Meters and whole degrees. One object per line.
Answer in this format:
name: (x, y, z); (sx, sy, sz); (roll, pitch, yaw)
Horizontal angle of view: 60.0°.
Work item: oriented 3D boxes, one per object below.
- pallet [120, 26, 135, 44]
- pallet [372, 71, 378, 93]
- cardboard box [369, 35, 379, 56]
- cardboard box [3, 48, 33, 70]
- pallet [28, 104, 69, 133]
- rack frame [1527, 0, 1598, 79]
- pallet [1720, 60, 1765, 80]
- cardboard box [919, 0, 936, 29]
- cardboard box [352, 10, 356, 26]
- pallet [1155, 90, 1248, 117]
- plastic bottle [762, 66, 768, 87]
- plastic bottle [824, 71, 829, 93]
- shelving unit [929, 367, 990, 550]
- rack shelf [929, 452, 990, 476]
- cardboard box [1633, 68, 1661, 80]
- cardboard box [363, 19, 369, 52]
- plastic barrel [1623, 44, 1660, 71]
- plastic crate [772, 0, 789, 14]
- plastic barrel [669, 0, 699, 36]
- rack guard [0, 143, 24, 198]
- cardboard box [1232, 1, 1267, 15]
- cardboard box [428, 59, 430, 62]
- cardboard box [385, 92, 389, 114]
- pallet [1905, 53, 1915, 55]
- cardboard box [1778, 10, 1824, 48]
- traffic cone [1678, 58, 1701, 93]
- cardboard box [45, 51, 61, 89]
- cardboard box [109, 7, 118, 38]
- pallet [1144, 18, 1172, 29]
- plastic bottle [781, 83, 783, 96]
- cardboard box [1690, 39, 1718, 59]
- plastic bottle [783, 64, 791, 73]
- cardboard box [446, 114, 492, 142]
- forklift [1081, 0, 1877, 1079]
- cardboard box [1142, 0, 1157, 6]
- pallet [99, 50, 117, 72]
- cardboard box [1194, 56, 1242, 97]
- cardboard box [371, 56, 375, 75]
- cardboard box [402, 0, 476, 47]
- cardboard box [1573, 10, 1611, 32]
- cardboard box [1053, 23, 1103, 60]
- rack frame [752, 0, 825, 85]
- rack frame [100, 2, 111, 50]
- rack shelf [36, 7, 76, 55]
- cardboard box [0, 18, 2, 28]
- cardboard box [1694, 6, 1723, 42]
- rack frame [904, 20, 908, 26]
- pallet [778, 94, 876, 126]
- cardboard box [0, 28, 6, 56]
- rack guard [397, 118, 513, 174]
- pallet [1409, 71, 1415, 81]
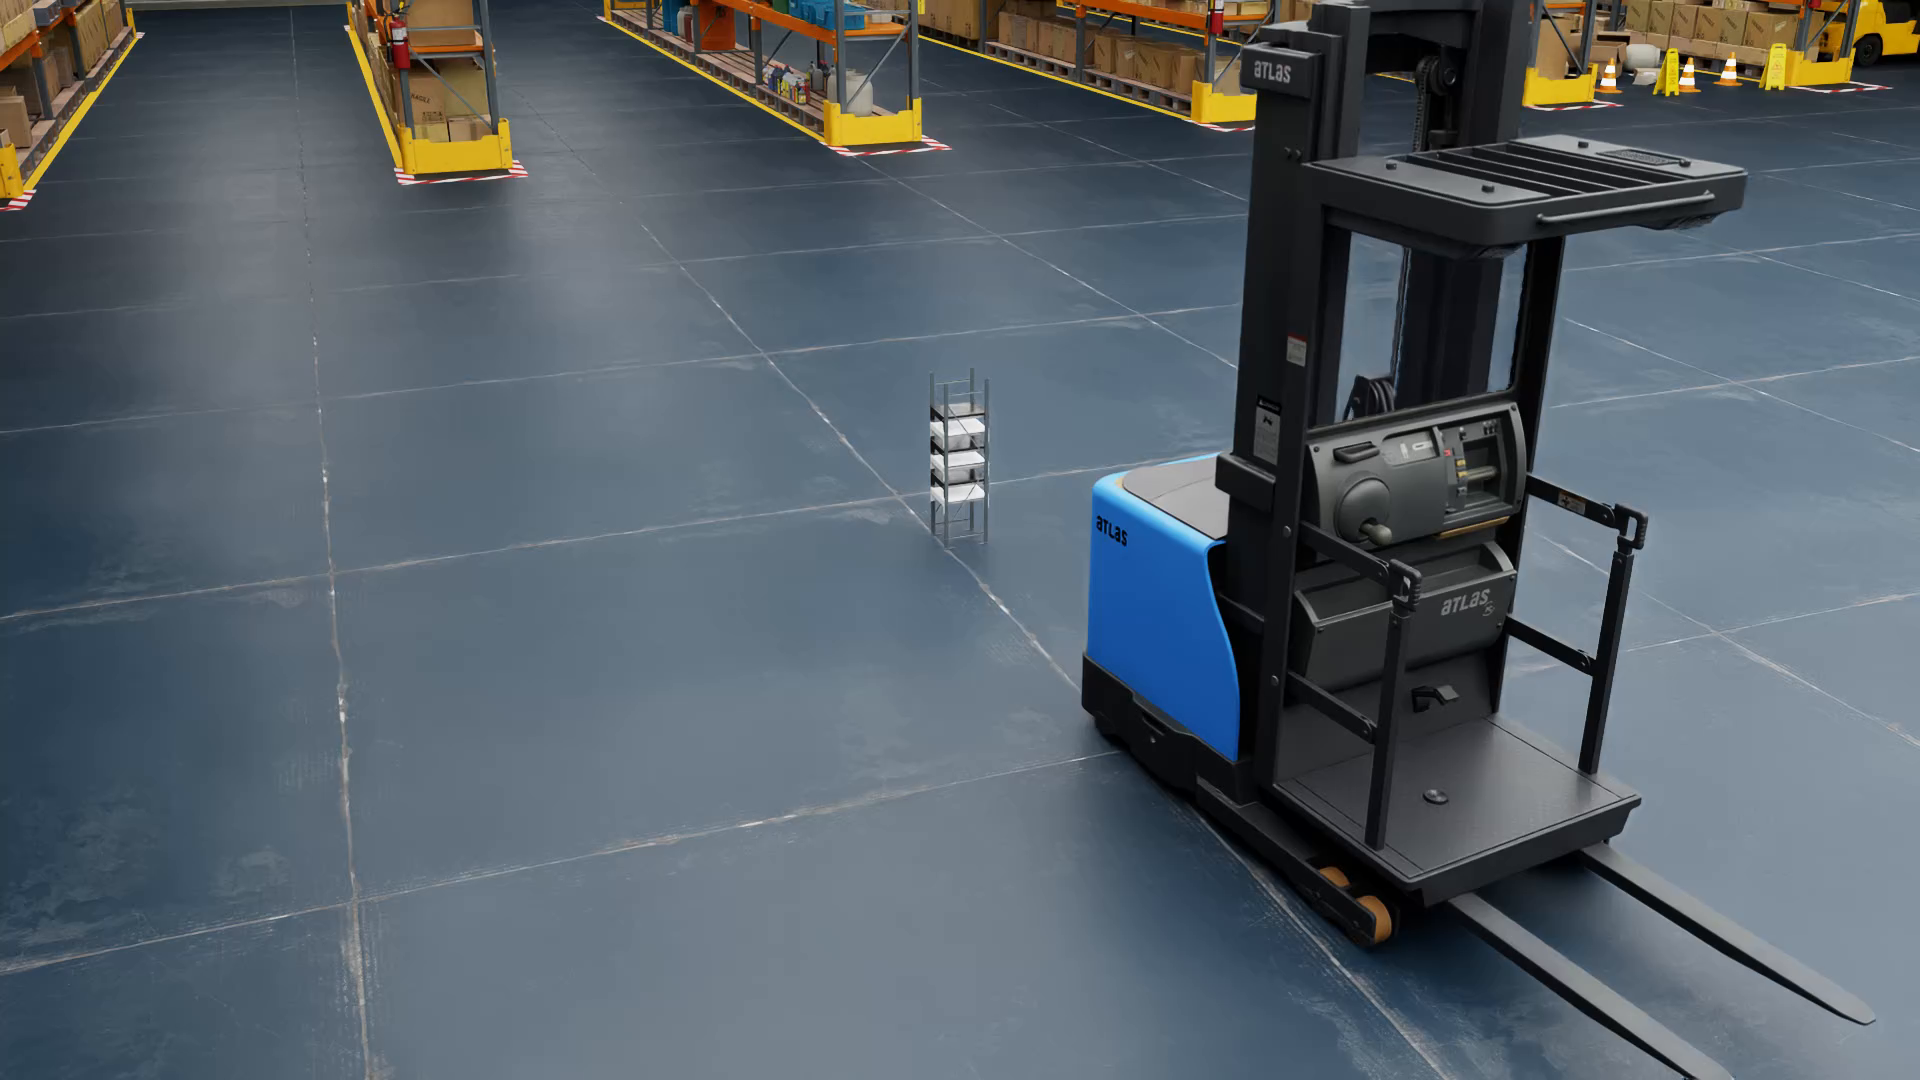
pallet: (-15.553, -9.116, 30.106); (1.003, 0.211, 1.213); (-8, 24, -19)
pallet: (-8.195, -6.865, 24.767); (1.003, 0.211, 1.213); (-8, 24, -19)
cardboard box: (-8.345, -7.219, 24.294); (0.500, 0.311, 0.500); (-9, 24, -20)
cardboard box: (-12.103, -6.141, 21.145); (0.500, 0.250, 0.500); (-9, 24, -20)
pallet: (-11.945, -5.318, 21.096); (1.003, 0.211, 1.213); (-8, 24, -19)
rack frame: (8.322, -7.550, 22.800); (1.000, 3.000, 0.127); (-8, 24, -19)
pallet: (12.636, -7.308, 25.817); (1.003, 0.211, 1.213); (-8, 24, -19)
cardboard box: (-0.032, -9.926, 30.633); (1.225, 0.875, 0.875); (-9, 25, -21)
cardboard box: (-10.995, -9.697, 30.870); (0.500, 0.250, 0.500); (-8, 24, -19)
pallet: (3.365, -5.948, 22.591); (1.003, 0.211, 1.213); (-8, 24, -19)
plastic bottle: (-2.698, -6.449, 23.135); (0.097, 0.271, 0.097); (0, 23, 0)
plastic bottle: (-1.809, -6.226, 22.590); (0.061, 0.283, 0.133); (-8, 24, -19)
shelving unit: (-0.003, -0.418, 8.582); (0.258, 0.900, 0.210); (-8, 24, -19)
rack shelf: (-0.003, -0.387, 8.595); (0.258, 0.077, 0.200); (-8, 24, -19)
cardboard box: (10.564, -7.151, 25.524); (0.380, 0.149, 0.250); (4, 23, 9)
cardboard box: (-9.373, -8.191, 26.974); (0.500, 0.500, 0.500); (-9, 25, -21)
plastic barrel: (10.771, -7.621, 26.287); (0.512, 0.421, 0.421); (8, 24, 18)
plastic crate: (-2.185, -7.050, 21.887); (0.450, 0.188, 0.662); (-8, 24, -19)
plastic barrel: (-4.800, -9.356, 29.246); (0.600, 0.901, 0.708); (-8, 24, -19)
rack guard: (-10.283, -3.743, 16.986); (1.175, 0.500, 0.348); (-8, 24, -19)
cardboard box: (3.768, -6.926, 21.645); (0.380, 0.149, 0.250); (-8, 24, -19)
cardboard box: (-6.322, -5.770, 20.613); (0.500, 0.500, 0.500); (-8, 24, -19)
cardboard box: (-6.984, -5.535, 21.020); (0.500, 0.250, 0.500); (-8, 24, -19)
pallet: (16.823, -8.378, 28.355); (1.003, 0.211, 1.213); (-8, 24, -19)
cardboard box: (12.882, -7.877, 25.611); (0.500, 0.500, 0.500); (-9, 25, -21)
traffic cone: (10.640, -6.800, 24.287); (0.336, 0.463, 0.334); (-8, 24, -19)
cardboard box: (-12.706, -6.367, 22.646); (0.700, 0.500, 0.500); (-8, 24, -19)
cardboard box: (-15.017, -8.924, 28.739); (0.700, 0.500, 0.500); (-8, 24, -18)
pallet: (4.359, -10.342, 33.016); (1.003, 0.211, 1.213); (-8, 24, -19)
plastic bottle: (-2.359, -6.068, 22.321); (0.097, 0.201, 0.097); (0, 23, 0)
cardboard box: (12.014, -7.827, 26.459); (0.500, 0.250, 0.500); (-9, 25, -21)
plastic bottle: (-2.369, -6.331, 22.753); (0.144, 0.351, 0.185); (-8, 24, -19)
cardboard box: (-5.604, -4.700, 19.038); (0.500, 0.250, 0.500); (-8, 24, -19)
forklift: (1.659, -0.199, 5.449); (1.130, 2.935, 3.031); (-12, 26, -26)
cardboard box: (2.724, -7.396, 22.759); (0.380, 0.149, 0.250); (-8, 24, -19)
pallet: (-14.152, -7.672, 26.681); (1.003, 0.211, 1.213); (-8, 24, -19)
cardboard box: (3.441, -6.177, 22.220); (0.500, 0.500, 0.500); (-4, 23, -9)
cardboard box: (-8.360, -6.968, 24.420); (0.500, 0.250, 0.500); (-9, 24, -20)
cardboard box: (-5.776, -5.765, 18.438); (0.700, 0.500, 0.500); (-8, 24, -19)
cardboard box: (11.059, -9.152, 29.446); (0.950, 0.372, 0.625); (-7, 24, -16)
cardboard box: (1.885, -7.812, 26.074); (0.700, 0.500, 0.500); (-8, 24, -19)
rack frame: (-2.401, -7.680, 23.108); (1.000, 3.000, 0.127); (-8, 24, -19)
rack frame: (-14.495, -9.227, 26.780); (1.000, 3.000, 0.127); (-8, 24, -19)
rack shelf: (-12.376, -6.715, 21.747); (1.077, 0.370, 4.000); (-8, 24, -19)
cardboard box: (-10.309, -5.548, 17.253); (0.500, 0.500, 0.500); (-8, 24, -19)
cardboard box: (12.031, -8.166, 26.297); (0.500, 0.500, 0.500); (-9, 24, -20)
rack frame: (-0.593, -11.266, 31.617); (1.000, 3.000, 0.127); (-8, 24, -19)
pallet: (-1.768, -5.701, 22.004); (1.003, 0.211, 1.213); (-8, 24, -19)
cardboard box: (-10.328, -5.215, 17.427); (0.500, 0.250, 0.500); (-9, 25, -21)
rack guard: (-5.614, -4.387, 18.516); (1.175, 0.500, 0.348); (-8, 24, -19)
pallet: (7.539, -6.987, 25.055); (1.003, 0.211, 1.213); (-8, 24, -19)
